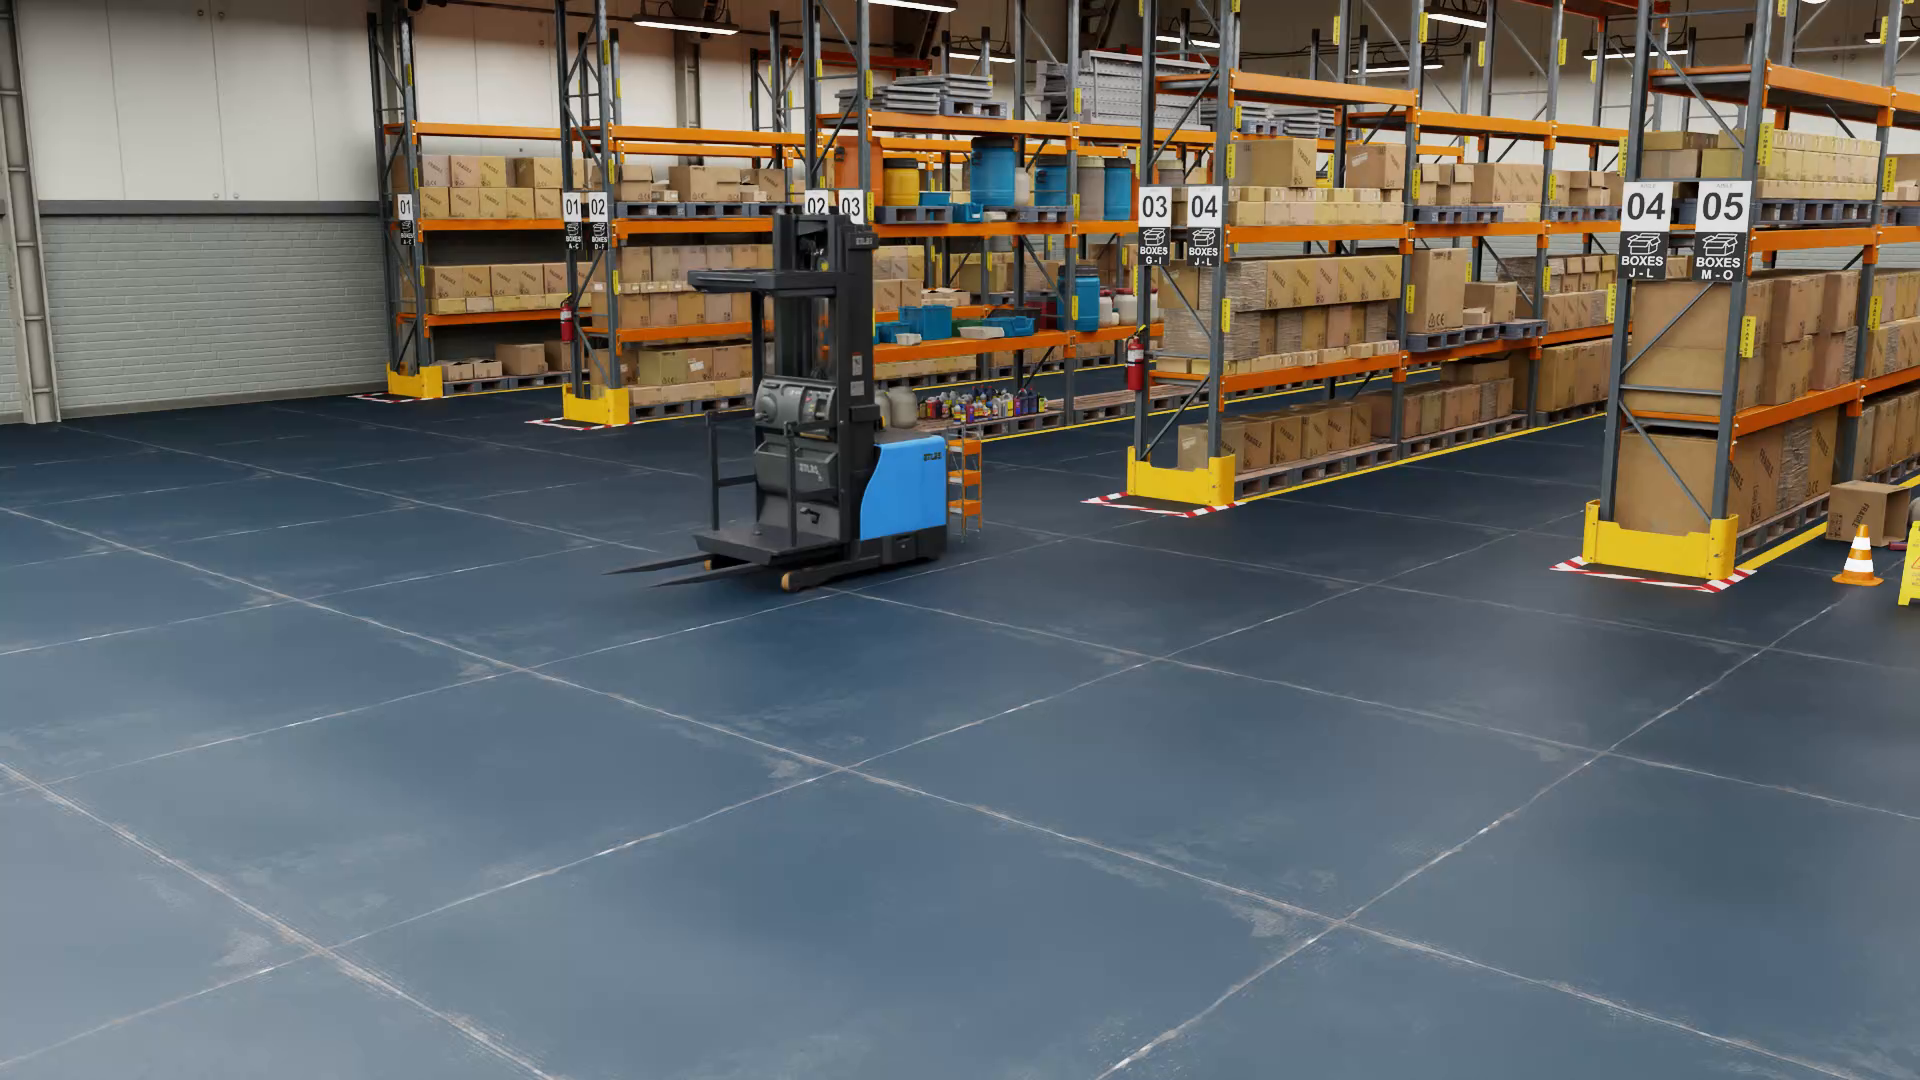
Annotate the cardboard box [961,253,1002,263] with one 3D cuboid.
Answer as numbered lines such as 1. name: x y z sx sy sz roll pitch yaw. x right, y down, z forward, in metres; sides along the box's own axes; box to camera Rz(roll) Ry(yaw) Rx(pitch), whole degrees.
1. cardboard box: 0.341 -6.025 36.991 0.980 0.700 0.700 9 14 38

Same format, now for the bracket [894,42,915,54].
1. bracket: -1.183 -10.400 35.155 0.235 0.232 0.430 10 15 40

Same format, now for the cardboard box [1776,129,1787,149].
1. cardboard box: 6.538 -3.281 13.636 0.380 0.149 0.250 10 15 41

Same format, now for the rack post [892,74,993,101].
1. rack post: -0.212 -5.733 21.170 0.937 0.300 0.954 9 15 39

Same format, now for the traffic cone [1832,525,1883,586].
1. traffic cone: 7.329 0.107 13.531 0.336 0.463 0.334 10 15 40

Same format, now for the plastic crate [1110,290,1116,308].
1. plastic crate: 2.517 -3.549 25.197 0.402 0.464 0.583 10 15 40

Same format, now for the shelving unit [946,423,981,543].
1. shelving unit: 0.035 -0.523 15.187 0.215 1.050 0.252 10 15 40

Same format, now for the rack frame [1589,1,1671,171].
1. rack frame: 10.174 -6.606 25.348 1.000 3.000 0.127 10 15 40

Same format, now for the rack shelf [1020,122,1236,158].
1. rack shelf: 2.493 -5.814 24.244 1.077 0.370 4.000 10 15 40

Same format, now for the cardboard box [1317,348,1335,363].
1. cardboard box: 3.971 -2.075 18.623 0.380 0.149 0.250 10 15 40

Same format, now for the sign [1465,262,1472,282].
1. sign: 7.115 -3.714 23.232 0.100 0.325 0.005 10 15 40

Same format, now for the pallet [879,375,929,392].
1. pallet: -1.283 -2.695 28.202 1.003 0.211 1.213 10 15 40

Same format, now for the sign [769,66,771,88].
1. sign: -2.961 -7.275 26.113 0.100 0.325 0.005 10 15 40

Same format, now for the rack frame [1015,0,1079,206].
1. rack frame: 1.173 -6.069 22.661 1.000 3.000 0.127 10 15 40

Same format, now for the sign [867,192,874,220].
1. sign: -1.057 -3.942 19.648 0.100 0.325 0.005 10 15 40

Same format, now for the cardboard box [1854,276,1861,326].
1. cardboard box: 8.876 -2.444 17.019 0.700 0.500 0.500 9 15 39

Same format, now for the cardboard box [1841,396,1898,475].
1. cardboard box: 9.534 -1.178 18.160 1.050 0.750 0.750 10 15 40

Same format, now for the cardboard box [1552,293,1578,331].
1. cardboard box: 8.398 -3.237 23.542 0.500 0.500 0.500 9 15 39

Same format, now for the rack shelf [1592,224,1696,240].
1. rack shelf: 11.495 -5.076 27.185 1.077 0.370 4.000 10 15 40

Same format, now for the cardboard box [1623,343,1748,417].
1. cardboard box: 6.123 -1.376 14.099 0.875 0.550 0.550 10 15 40

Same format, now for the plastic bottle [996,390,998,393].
1. plastic bottle: 0.440 -1.966 23.265 0.152 0.276 0.135 10 15 42

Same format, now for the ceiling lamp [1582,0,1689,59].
1. ceiling lamp: 12.758 -10.766 31.276 2.000 3.185 0.800 10 15 40

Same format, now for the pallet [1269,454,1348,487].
1. pallet: 3.671 -0.836 18.895 1.003 0.211 1.213 10 15 40

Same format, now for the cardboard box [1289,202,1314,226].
1. cardboard box: 3.431 -3.482 17.751 0.500 0.250 0.500 10 15 40

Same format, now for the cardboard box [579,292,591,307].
1. cardboard box: -6.689 -4.163 28.768 0.500 0.250 0.500 10 15 41

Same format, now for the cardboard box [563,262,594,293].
1. cardboard box: -6.674 -4.528 28.681 0.500 0.500 0.500 10 15 40

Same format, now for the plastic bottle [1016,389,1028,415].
1. plastic bottle: 0.838 -1.884 22.663 0.144 0.351 0.185 9 14 38

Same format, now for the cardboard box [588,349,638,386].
1. cardboard box: -5.055 -2.522 24.254 0.500 0.500 0.500 10 15 40

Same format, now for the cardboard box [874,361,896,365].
1. cardboard box: -1.410 -3.079 27.522 0.500 0.311 0.500 9 14 38

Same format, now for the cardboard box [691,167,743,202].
1. cardboard box: -3.727 -5.338 24.968 0.637 0.503 0.797 -10 15 -41

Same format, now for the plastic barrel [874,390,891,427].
1. plastic barrel: -1.090 -1.631 21.039 0.421 0.512 0.421 0 11 0

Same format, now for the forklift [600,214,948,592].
1. forklift: -1.494 -1.135 13.450 1.130 2.935 3.031 11 16 43

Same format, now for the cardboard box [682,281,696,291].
1. cardboard box: -4.085 -3.729 24.349 0.380 0.149 0.250 9 14 38

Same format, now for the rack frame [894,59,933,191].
1. rack frame: -0.988 -8.527 34.967 1.000 3.000 0.127 10 15 40

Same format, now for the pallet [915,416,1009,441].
1. pallet: -0.107 -1.486 22.151 1.003 0.211 1.213 10 15 40

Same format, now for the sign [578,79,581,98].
1. sign: -6.690 -7.957 29.322 0.100 0.325 0.005 10 15 40

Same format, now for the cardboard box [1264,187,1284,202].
1. cardboard box: 3.160 -3.611 17.380 0.380 0.149 0.250 11 15 43

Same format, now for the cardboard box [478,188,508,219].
1. cardboard box: -7.780 -5.518 27.252 0.500 0.500 0.500 11 16 43

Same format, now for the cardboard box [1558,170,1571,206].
1. cardboard box: 8.386 -5.039 23.833 0.500 0.500 0.500 11 16 43

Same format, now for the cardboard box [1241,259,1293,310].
1. cardboard box: 3.156 -2.702 17.552 0.500 0.500 0.500 10 15 40

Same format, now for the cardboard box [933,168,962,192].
1. cardboard box: -0.307 -7.674 35.495 0.500 0.500 0.500 10 15 40

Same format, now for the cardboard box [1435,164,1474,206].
1. cardboard box: 5.899 -4.409 20.674 0.797 0.503 0.637 11 15 43

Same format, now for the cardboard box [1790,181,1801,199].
1. cardboard box: 6.880 -2.966 14.095 0.380 0.149 0.250 10 15 41

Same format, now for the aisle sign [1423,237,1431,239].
1. aisle sign: 8.919 -6.217 32.079 0.394 0.787 0.004 10 15 40

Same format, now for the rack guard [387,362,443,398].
1. rack guard: -8.859 -2.605 27.016 1.175 0.500 0.348 10 15 40

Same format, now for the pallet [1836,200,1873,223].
1. pallet: 8.005 -3.139 15.876 1.003 0.211 1.213 10 15 40

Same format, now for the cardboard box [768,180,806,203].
1. cardboard box: -3.358 -6.810 32.649 0.700 0.500 0.500 8 14 36

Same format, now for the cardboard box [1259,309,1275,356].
1. cardboard box: 2.877 -2.260 17.890 0.875 0.500 0.500 10 15 40

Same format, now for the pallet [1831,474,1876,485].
1. pallet: 9.005 -0.587 17.648 1.003 0.211 1.213 10 15 40

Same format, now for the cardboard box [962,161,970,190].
1. cardboard box: 0.388 -6.430 29.320 0.500 0.500 0.500 10 15 40

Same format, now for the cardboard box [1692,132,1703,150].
1. cardboard box: 6.045 -3.366 14.063 0.380 0.149 0.250 10 15 41

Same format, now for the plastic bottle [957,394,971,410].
1. plastic bottle: 0.051 -1.836 22.617 0.152 0.276 0.135 10 15 40

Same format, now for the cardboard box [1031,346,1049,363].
1. cardboard box: 1.286 -3.528 30.512 0.500 0.500 0.500 10 15 40

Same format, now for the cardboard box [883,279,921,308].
1. cardboard box: -1.000 -4.157 28.148 0.500 0.500 0.500 9 14 37

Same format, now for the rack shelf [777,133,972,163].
1. rack shelf: -1.225 -6.455 27.453 1.077 0.370 4.000 10 15 40
